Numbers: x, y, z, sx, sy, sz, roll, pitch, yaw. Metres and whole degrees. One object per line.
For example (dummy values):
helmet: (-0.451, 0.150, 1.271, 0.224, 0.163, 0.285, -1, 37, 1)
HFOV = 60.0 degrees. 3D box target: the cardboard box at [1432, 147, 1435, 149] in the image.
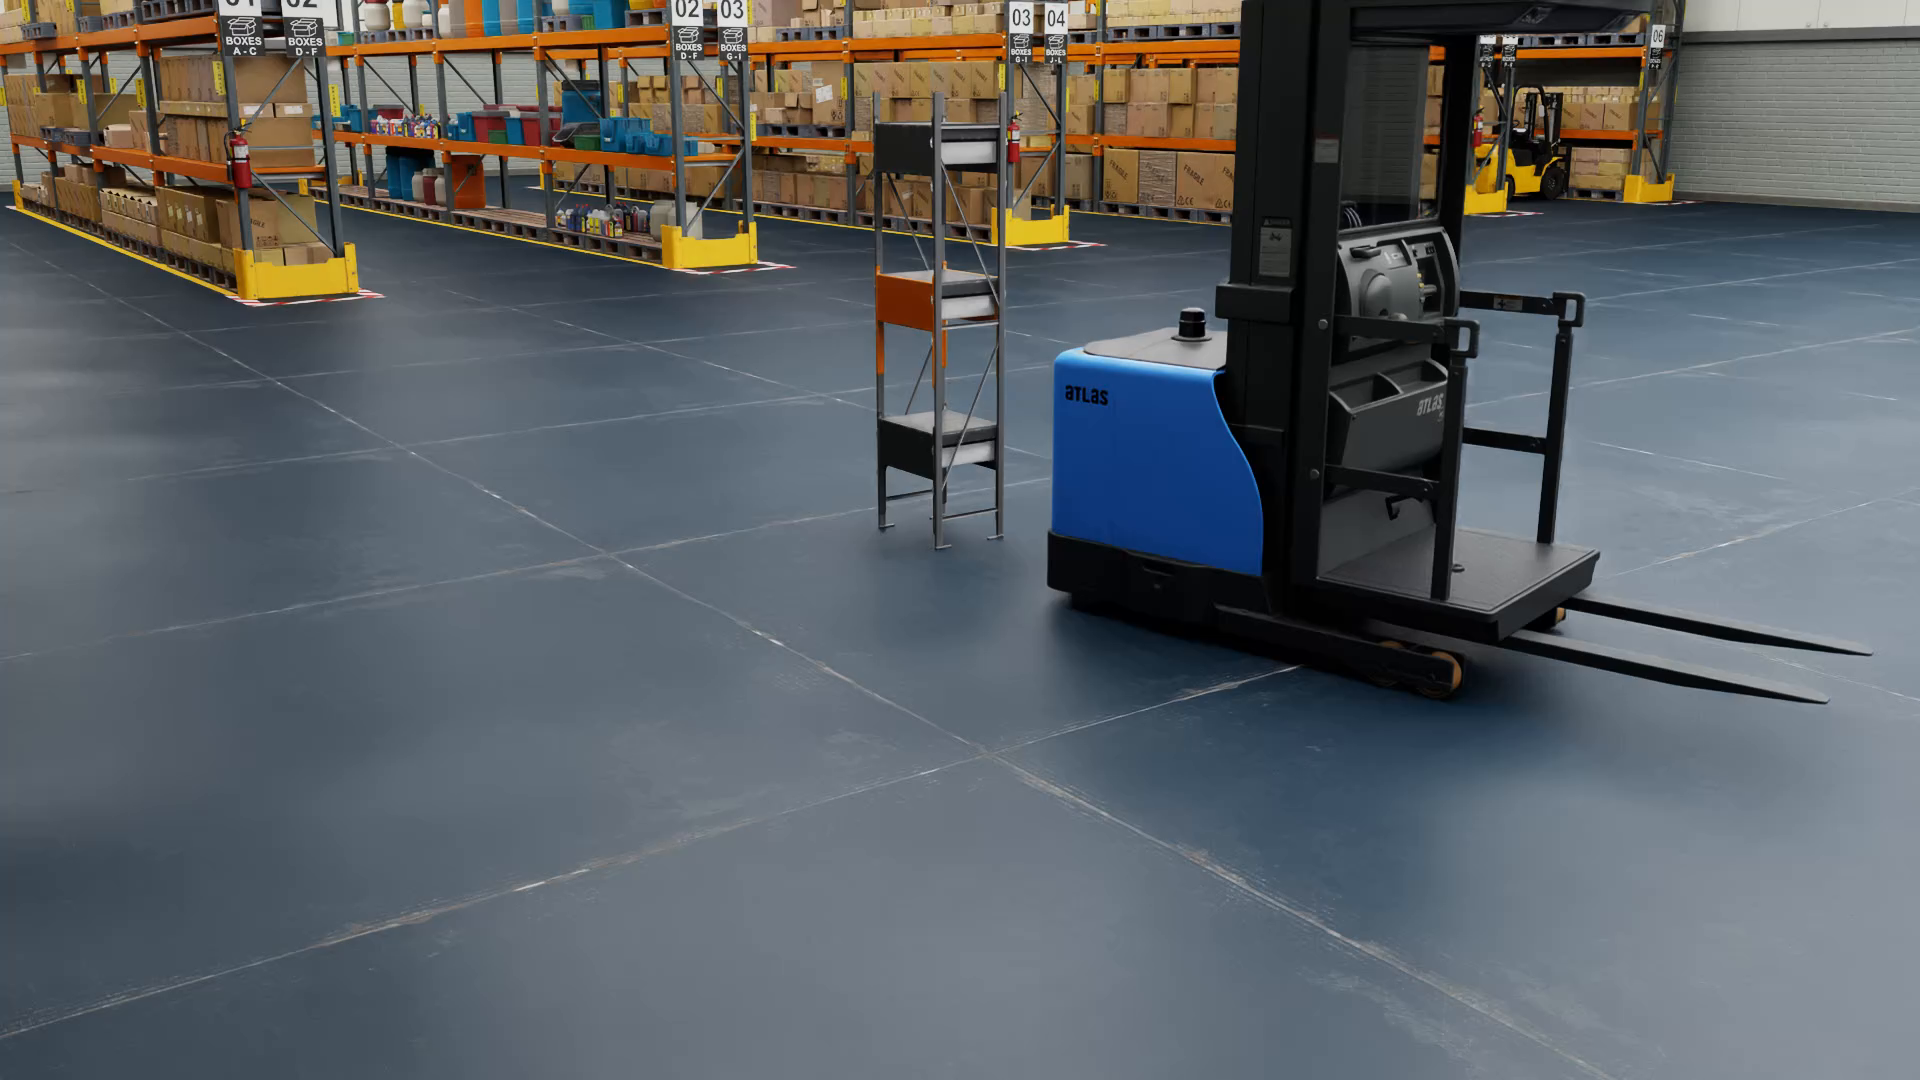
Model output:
cardboard box: (9.938, -8.082, 35.626, 0.875, 0.625, 0.625, -11, 19, -35)

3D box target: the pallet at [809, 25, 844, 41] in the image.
pallet: (-1.602, -7.943, 26.090, 1.213, 0.211, 1.003, -11, 19, -35)

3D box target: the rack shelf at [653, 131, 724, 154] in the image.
rack shelf: (-4.853, -7.373, 30.695, 1.077, 0.370, 4.000, -11, 19, -35)

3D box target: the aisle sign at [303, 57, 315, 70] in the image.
aisle sign: (-12.670, -9.456, 32.017, 0.394, 0.787, 0.004, -11, 19, -35)

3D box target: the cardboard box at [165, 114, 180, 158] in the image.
cardboard box: (-9.075, -4.856, 19.948, 0.700, 0.500, 0.500, -11, 19, -36)

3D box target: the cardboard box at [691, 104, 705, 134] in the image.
cardboard box: (-4.456, -7.515, 29.663, 0.500, 0.500, 0.500, -11, 19, -35)

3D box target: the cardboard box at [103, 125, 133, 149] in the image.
cardboard box: (-11.323, -5.492, 22.629, 0.500, 0.311, 0.500, -11, 19, -35)

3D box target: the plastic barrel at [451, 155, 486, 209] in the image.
plastic barrel: (-7.985, -5.782, 26.834, 0.600, 0.830, 0.708, -11, 19, -35)

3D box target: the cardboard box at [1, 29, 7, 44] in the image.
cardboard box: (-16.016, -8.581, 28.348, 0.500, 0.250, 0.500, -11, 19, -35)

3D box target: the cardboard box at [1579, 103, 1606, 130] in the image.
cardboard box: (12.256, -8.119, 31.868, 0.500, 0.500, 0.500, -10, 18, -33)

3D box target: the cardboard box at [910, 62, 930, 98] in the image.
cardboard box: (-0.375, -6.659, 24.076, 0.500, 0.500, 0.500, -11, 19, -35)

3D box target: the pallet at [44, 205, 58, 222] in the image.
pallet: (-14.447, -5.412, 27.450, 1.003, 0.211, 1.213, -11, 19, -35)

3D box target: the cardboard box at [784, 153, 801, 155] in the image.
cardboard box: (-3.760, -8.545, 37.094, 0.380, 0.149, 0.250, -12, 19, -37)

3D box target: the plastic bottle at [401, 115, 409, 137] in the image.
plastic bottle: (-9.186, -6.873, 27.599, 0.144, 0.351, 0.185, -11, 19, -35)

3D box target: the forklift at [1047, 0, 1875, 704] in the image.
forklift: (1.827, -1.001, 6.180, 3.031, 2.935, 1.130, 12, 20, 38)

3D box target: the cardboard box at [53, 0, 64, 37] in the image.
cardboard box: (-12.582, -7.559, 24.141, 0.910, 0.500, 0.500, -11, 19, -35)

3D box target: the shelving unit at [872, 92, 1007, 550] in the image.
shelving unit: (-0.097, -1.048, 7.928, 0.431, 2.100, 0.503, -11, 19, -35)

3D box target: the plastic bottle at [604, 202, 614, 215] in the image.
plastic bottle: (-4.837, -4.489, 22.981, 0.144, 0.351, 0.185, -11, 19, -35)

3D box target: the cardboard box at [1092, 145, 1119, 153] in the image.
cardboard box: (3.479, -8.360, 36.169, 0.875, 0.875, 0.875, -11, 19, -34)

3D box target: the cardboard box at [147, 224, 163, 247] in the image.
cardboard box: (-9.819, -3.822, 20.771, 0.500, 0.250, 0.500, -11, 19, -35)

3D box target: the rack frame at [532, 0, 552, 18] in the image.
rack frame: (-5.332, -8.564, 22.318, 1.000, 3.000, 0.127, -11, 19, -35)

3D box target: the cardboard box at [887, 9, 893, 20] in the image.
cardboard box: (-0.850, -7.735, 24.502, 0.380, 0.149, 0.250, -10, 18, -33)

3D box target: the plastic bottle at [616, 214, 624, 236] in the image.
plastic bottle: (-4.455, -4.117, 21.747, 0.061, 0.283, 0.133, -11, 19, -35)

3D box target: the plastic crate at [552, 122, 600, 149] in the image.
plastic crate: (-5.127, -5.509, 22.638, 0.767, 0.338, 0.504, -11, 19, -35)

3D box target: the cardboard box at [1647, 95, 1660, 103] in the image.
cardboard box: (13.066, -8.368, 31.549, 0.380, 0.149, 0.250, -11, 19, -36)

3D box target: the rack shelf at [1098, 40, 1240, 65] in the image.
rack shelf: (3.922, -7.860, 26.792, 1.077, 0.370, 4.000, -11, 19, -35)

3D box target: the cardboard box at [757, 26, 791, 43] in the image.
cardboard box: (-2.995, -8.310, 27.356, 0.500, 0.250, 0.500, -10, 18, -33)

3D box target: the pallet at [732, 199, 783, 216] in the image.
pallet: (-3.219, -5.781, 28.798, 1.003, 0.211, 1.213, -11, 19, -35)

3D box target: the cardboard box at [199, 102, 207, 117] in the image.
cardboard box: (-8.130, -4.737, 18.284, 0.380, 0.149, 0.250, -10, 18, -33)

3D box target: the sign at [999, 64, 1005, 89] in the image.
sign: (0.566, -6.214, 22.305, 0.100, 0.325, 0.005, -11, 19, -35)

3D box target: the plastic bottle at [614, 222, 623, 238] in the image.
plastic bottle: (-4.414, -4.002, 21.485, 0.097, 0.201, 0.097, 0, 15, 0)

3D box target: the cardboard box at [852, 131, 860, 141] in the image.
cardboard box: (-1.442, -6.225, 25.614, 0.380, 0.149, 0.250, -11, 19, -35)

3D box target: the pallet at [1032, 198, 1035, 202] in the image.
pallet: (0.797, -6.516, 31.484, 1.003, 0.211, 1.213, -11, 19, -35)

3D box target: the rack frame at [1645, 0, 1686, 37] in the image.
rack frame: (13.055, -10.788, 30.444, 1.000, 3.000, 0.127, -11, 19, -35)

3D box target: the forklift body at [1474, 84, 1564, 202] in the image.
forklift body: (10.465, -7.606, 31.793, 2.313, 2.155, 1.214, -11, 19, -35)

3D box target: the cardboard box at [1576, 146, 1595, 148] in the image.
cardboard box: (12.344, -7.599, 32.678, 0.500, 0.250, 0.500, -11, 19, -35)

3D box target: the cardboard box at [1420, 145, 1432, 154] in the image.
cardboard box: (8.090, -6.872, 29.267, 0.380, 0.149, 0.250, -10, 18, -33)

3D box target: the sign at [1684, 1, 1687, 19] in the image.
sign: (13.508, -9.886, 31.025, 0.100, 0.325, 0.005, -11, 19, -35)

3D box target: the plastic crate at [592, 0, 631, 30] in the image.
plastic crate: (-4.345, -6.615, 20.913, 0.392, 0.384, 0.575, -11, 19, -35)

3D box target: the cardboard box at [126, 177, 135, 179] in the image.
cardboard box: (-13.239, -5.449, 26.205, 0.500, 0.500, 0.500, -11, 19, -34)

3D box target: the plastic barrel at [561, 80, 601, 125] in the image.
plastic barrel: (-5.314, -6.041, 23.517, 0.600, 0.901, 0.708, -11, 19, -35)

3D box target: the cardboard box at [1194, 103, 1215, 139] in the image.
cardboard box: (4.274, -6.731, 26.701, 0.875, 0.550, 0.550, -11, 19, -35)

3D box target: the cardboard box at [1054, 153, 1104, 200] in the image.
cardboard box: (2.308, -6.423, 29.328, 1.050, 0.750, 0.750, -11, 19, -35)

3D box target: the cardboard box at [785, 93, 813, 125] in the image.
cardboard box: (-2.419, -7.047, 27.150, 0.797, 0.503, 0.637, -9, 18, -29)

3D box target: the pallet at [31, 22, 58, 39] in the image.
pallet: (-13.105, -7.595, 24.818, 1.213, 0.211, 1.003, -11, 19, -35)

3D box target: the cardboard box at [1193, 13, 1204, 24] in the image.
cardboard box: (3.882, -8.199, 26.160, 0.380, 0.149, 0.250, -11, 19, -34)

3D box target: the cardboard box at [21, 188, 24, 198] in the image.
cardboard box: (-16.281, -6.114, 29.266, 0.380, 0.166, 0.250, -11, 19, -35)

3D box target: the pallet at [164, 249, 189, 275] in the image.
pallet: (-8.907, -3.381, 20.028, 1.003, 0.211, 1.213, -11, 19, -35)

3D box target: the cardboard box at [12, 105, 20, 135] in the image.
cardboard box: (-16.041, -7.268, 28.758, 0.500, 0.500, 0.500, -11, 19, -35)

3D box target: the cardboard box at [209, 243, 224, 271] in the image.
cardboard box: (-7.847, -3.098, 18.125, 0.500, 0.250, 0.500, -11, 19, -35)

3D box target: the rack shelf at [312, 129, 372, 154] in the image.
rack shelf: (-11.211, -7.458, 31.007, 1.077, 0.370, 4.000, -11, 19, -35)

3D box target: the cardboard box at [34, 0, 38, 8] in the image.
cardboard box: (-14.361, -8.685, 26.362, 0.700, 0.500, 0.500, -11, 19, -35)

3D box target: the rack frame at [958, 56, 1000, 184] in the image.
rack frame: (0.394, -8.041, 31.774, 1.000, 3.000, 0.127, -11, 19, -35)

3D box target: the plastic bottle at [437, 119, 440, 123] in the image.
plastic bottle: (-8.816, -7.021, 28.280, 0.152, 0.276, 0.135, -11, 19, -35)
